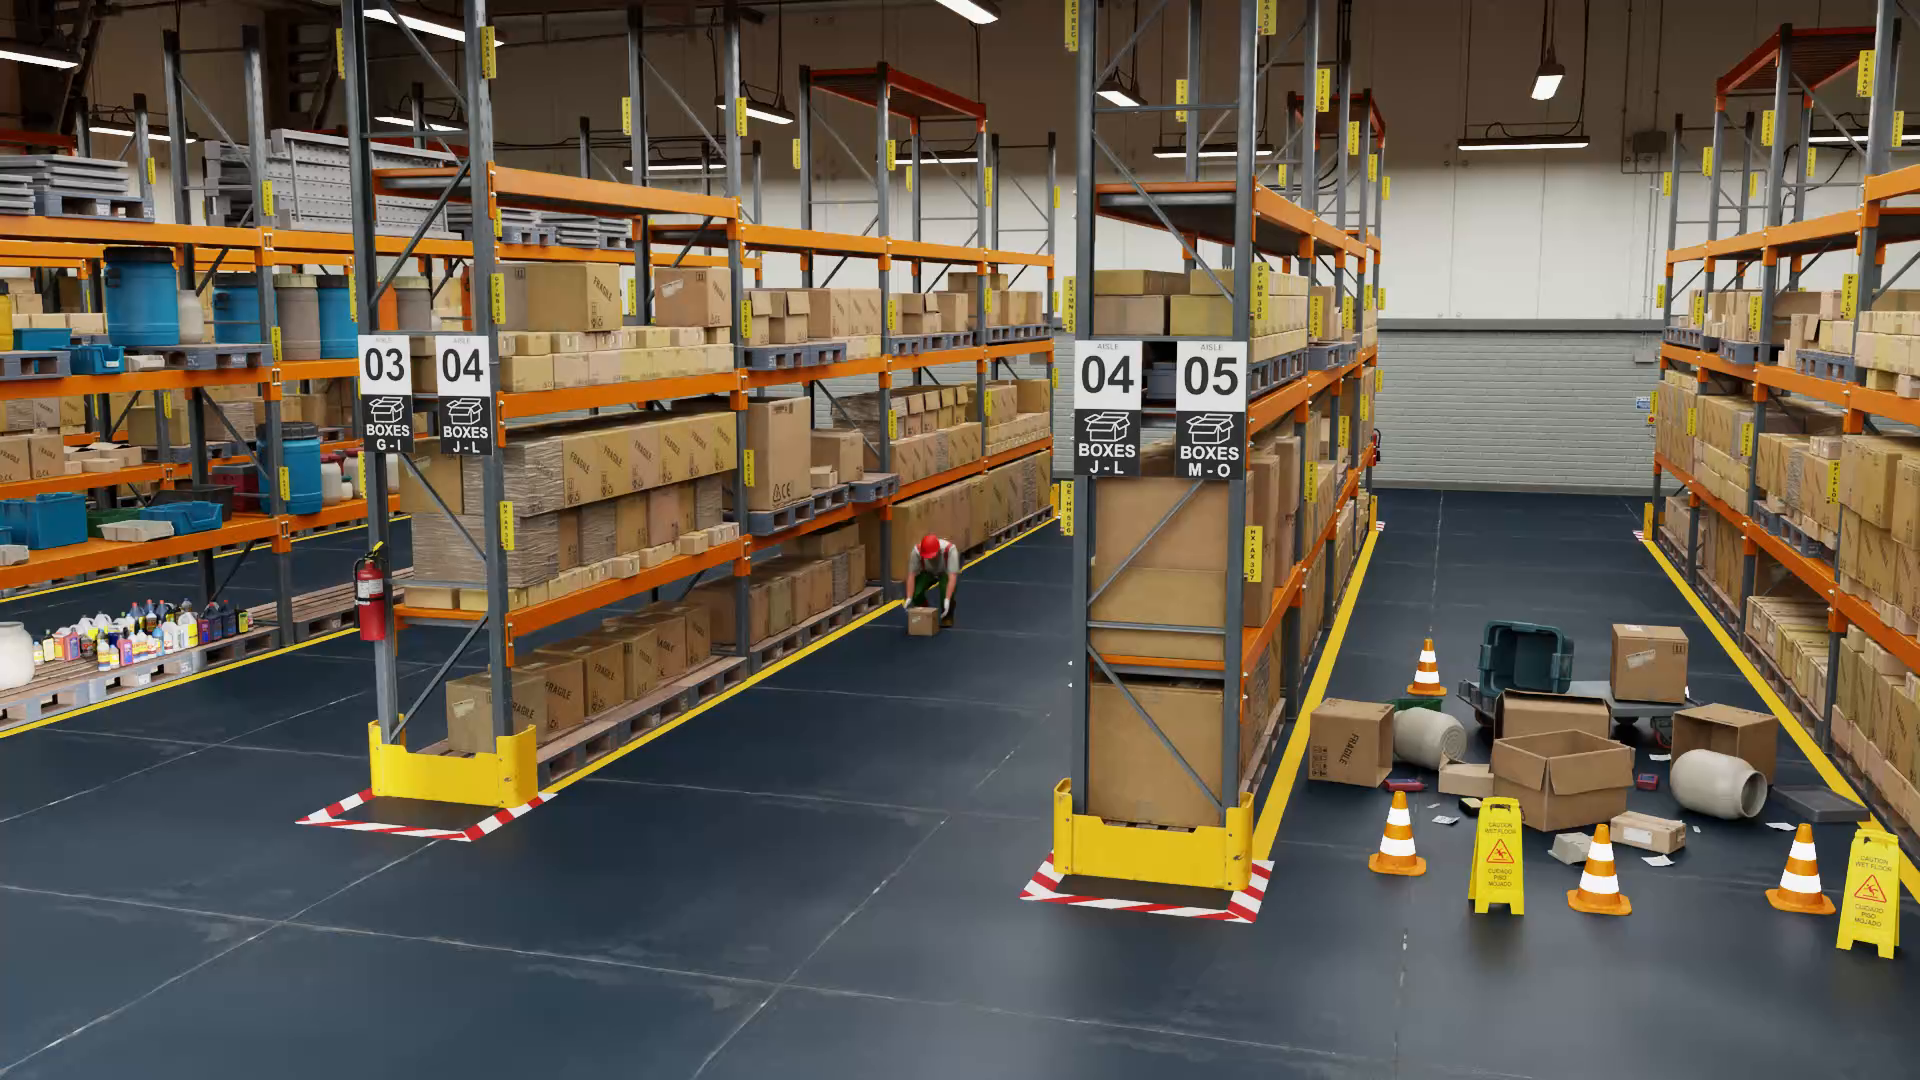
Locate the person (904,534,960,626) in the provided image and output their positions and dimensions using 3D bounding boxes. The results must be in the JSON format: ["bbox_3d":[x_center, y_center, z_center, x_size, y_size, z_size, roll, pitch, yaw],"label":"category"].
[{"bbox_3d":[-0.251,0.409,17.545,0.578,1.040,0.872,2,9,16],"label":"person"}]
